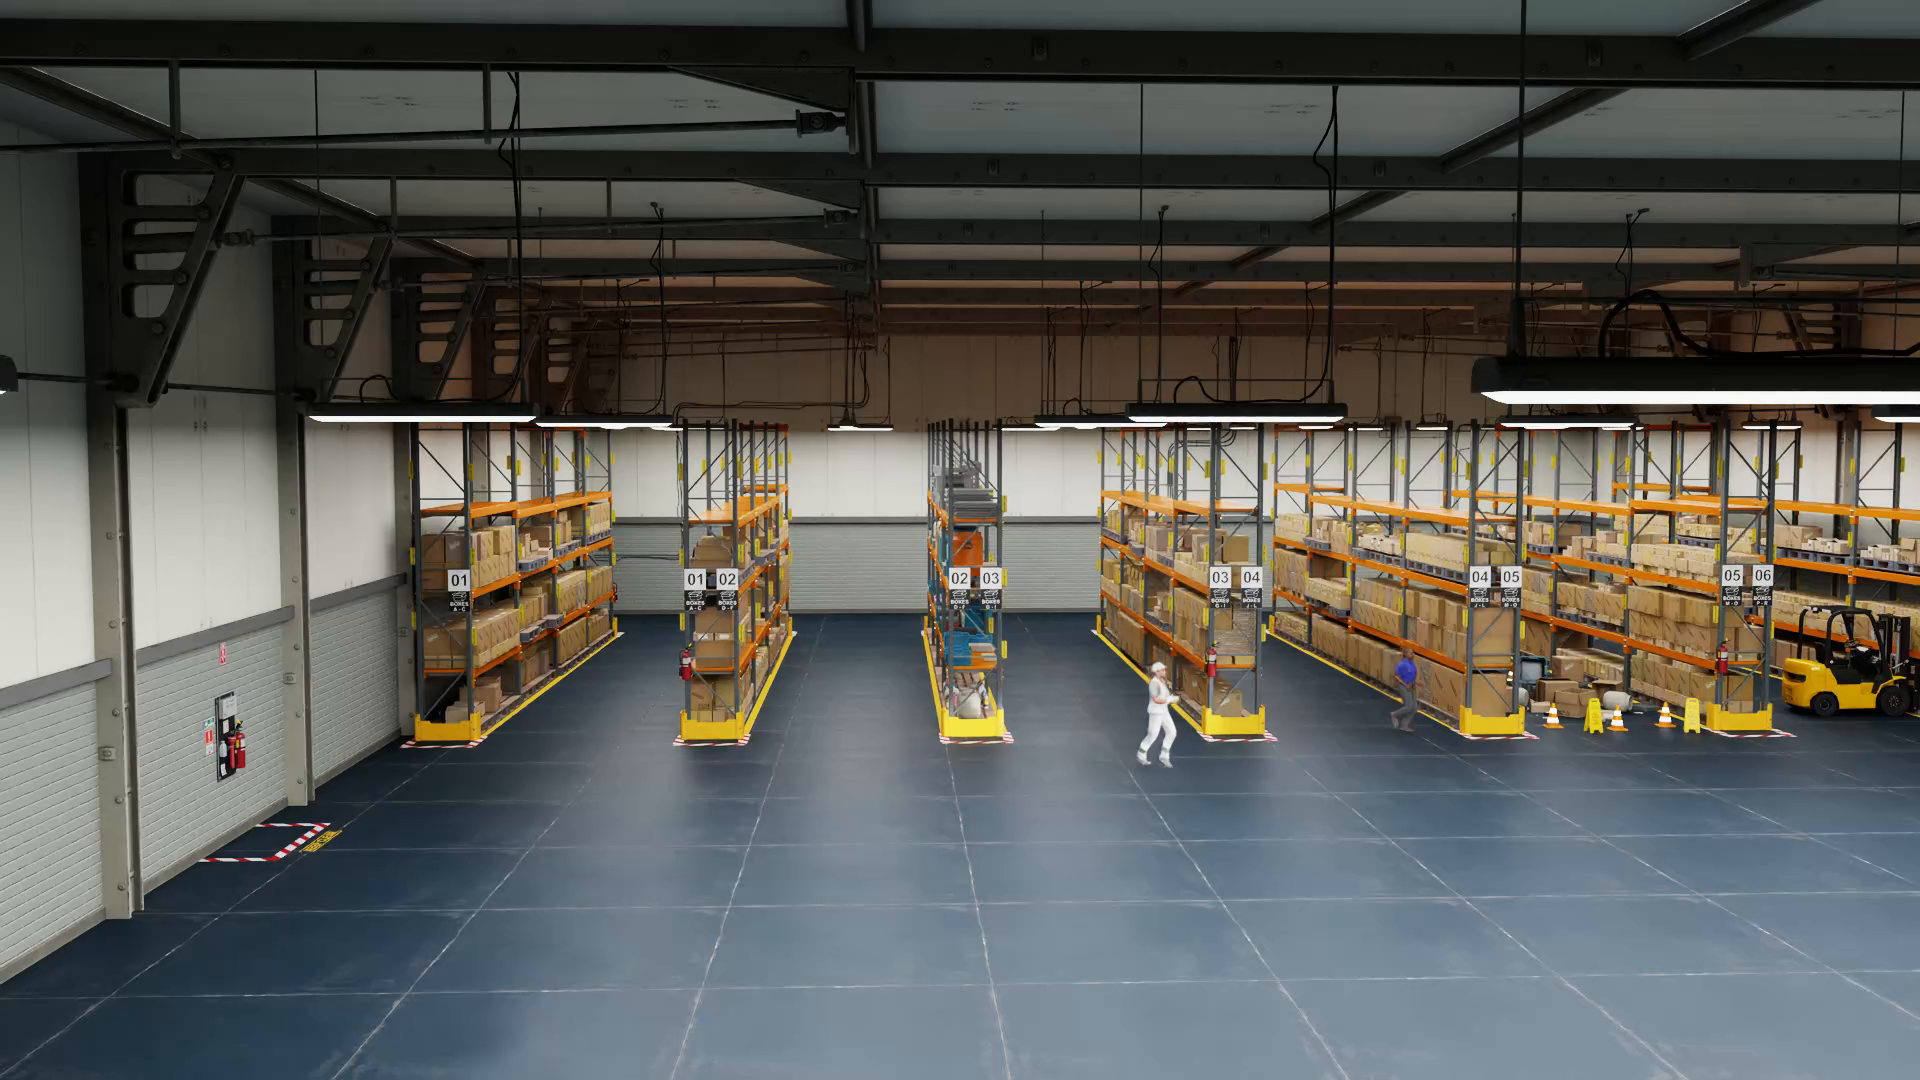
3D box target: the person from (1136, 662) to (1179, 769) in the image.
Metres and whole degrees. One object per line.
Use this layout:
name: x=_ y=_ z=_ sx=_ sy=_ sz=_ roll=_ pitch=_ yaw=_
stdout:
person: x=3.393 y=3.009 z=28.417 sx=0.776 sy=1.851 sz=0.665 roll=2 pitch=4 yaw=29

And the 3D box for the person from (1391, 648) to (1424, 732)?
person: x=8.596 y=2.870 z=31.962 sx=0.555 sy=1.609 sz=0.549 roll=-3 pitch=5 yaw=-41
